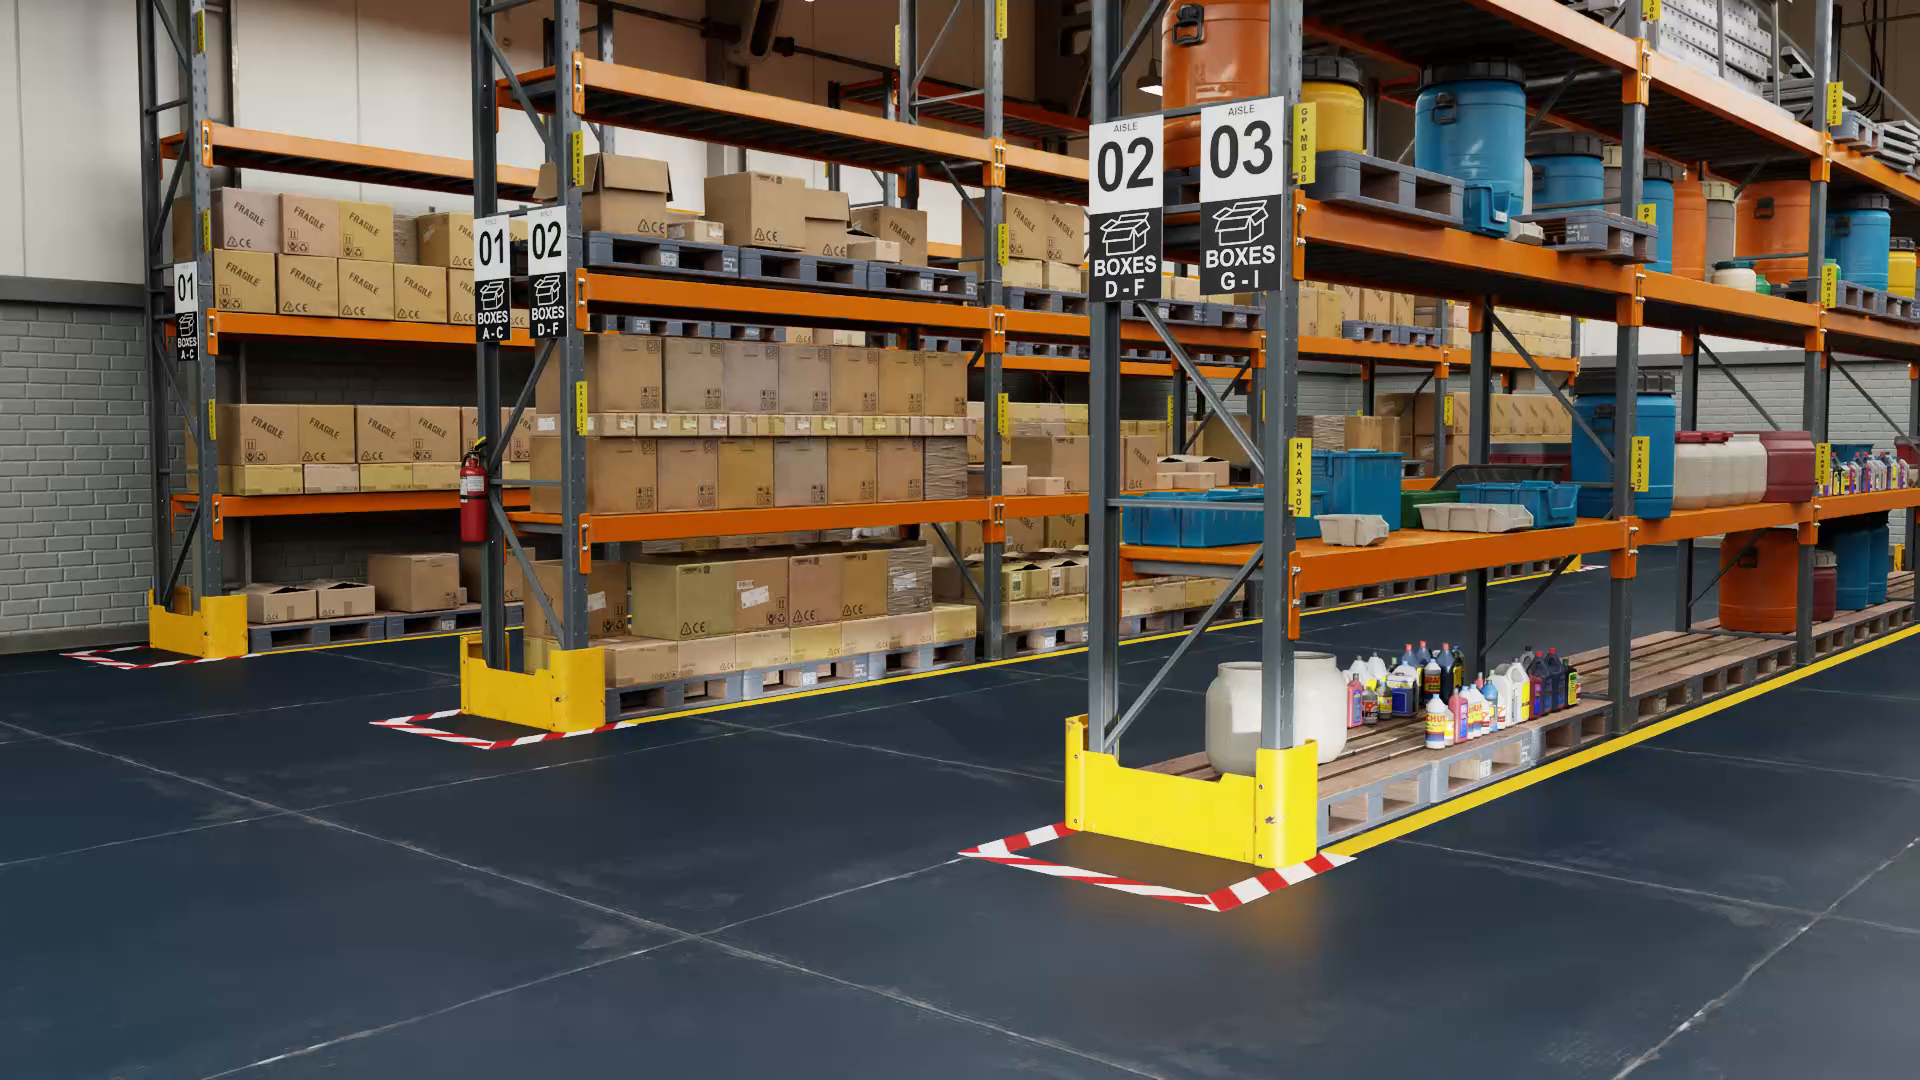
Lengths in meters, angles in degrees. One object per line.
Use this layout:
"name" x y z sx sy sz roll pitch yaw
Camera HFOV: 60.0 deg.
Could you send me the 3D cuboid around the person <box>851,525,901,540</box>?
"person" -0.755 0.014 15.195 0.500 1.722 0.726 3 5 42
